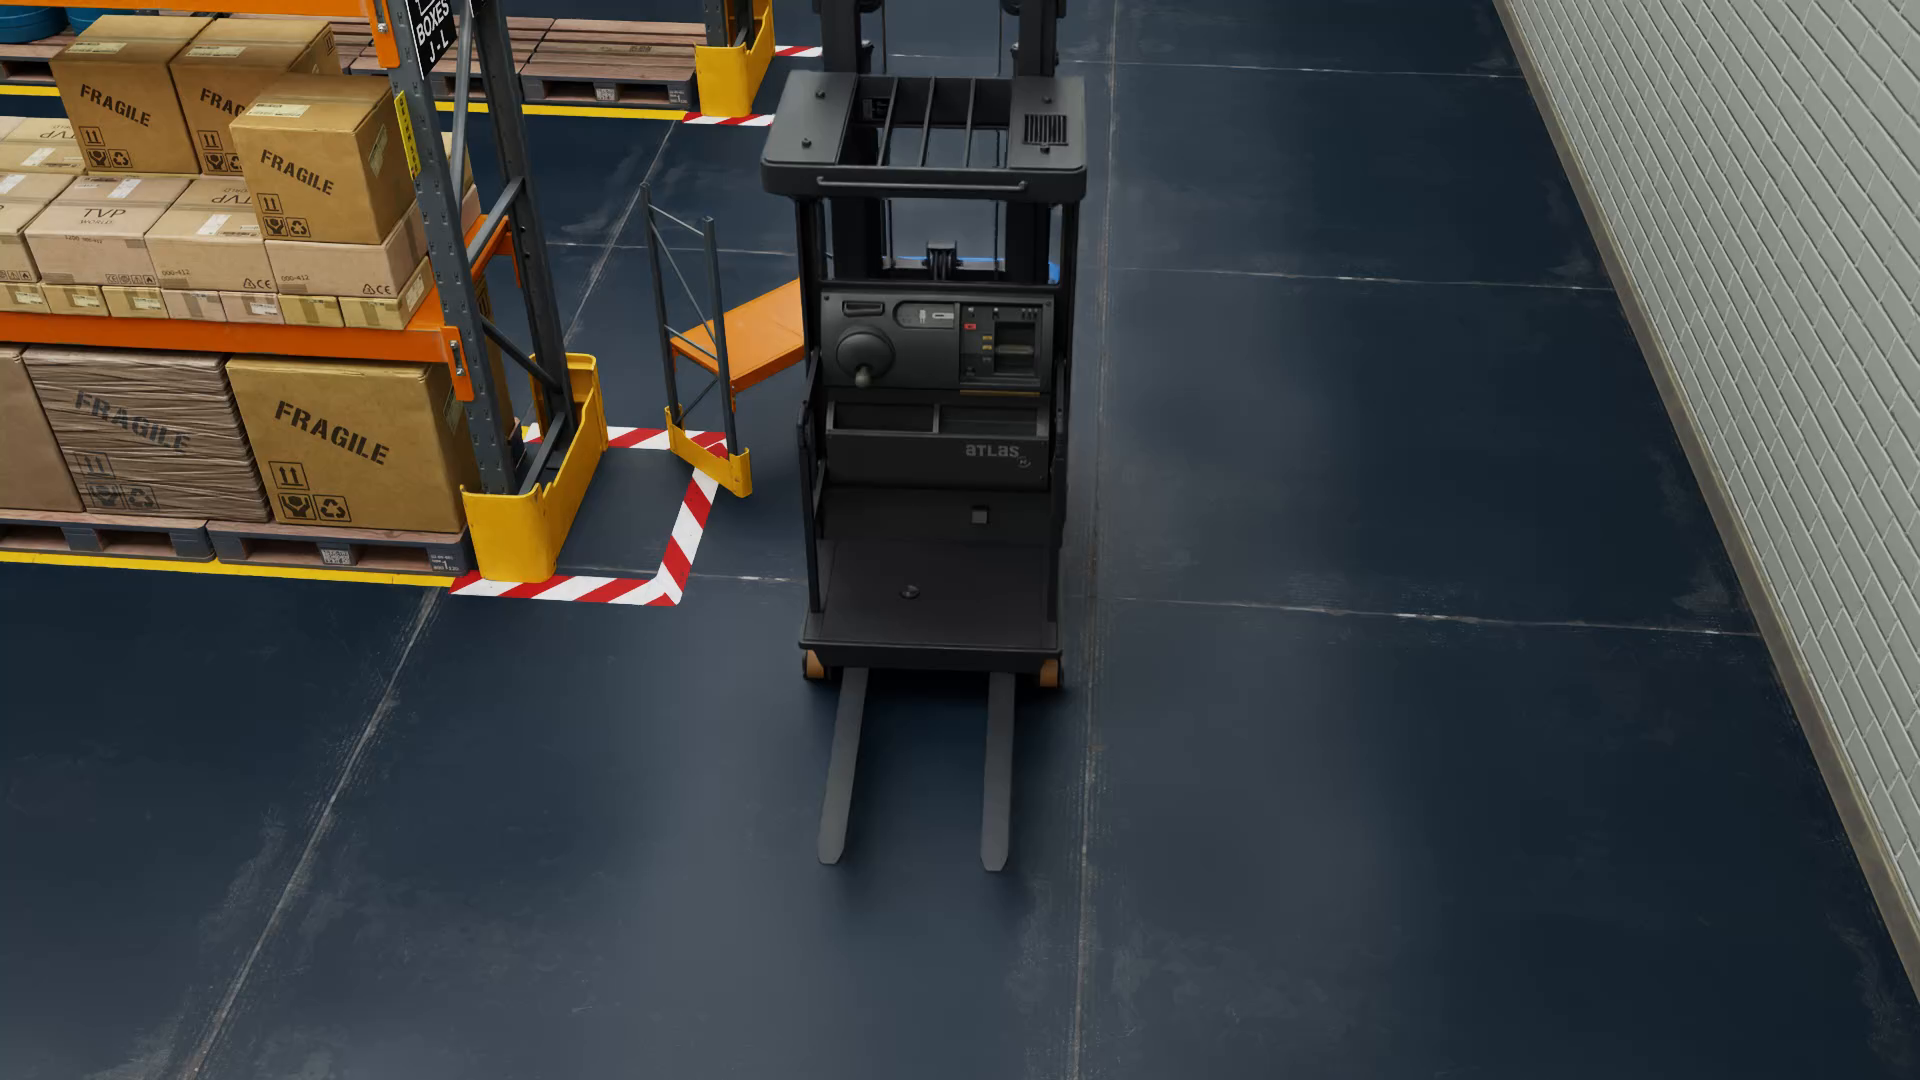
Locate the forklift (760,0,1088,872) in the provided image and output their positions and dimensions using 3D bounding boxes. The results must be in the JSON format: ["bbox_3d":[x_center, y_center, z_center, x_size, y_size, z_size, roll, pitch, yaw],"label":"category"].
[{"bbox_3d":[-0.100,-0.718,6.481,1.130,2.935,3.031,2,39,2],"label":"forklift"}]

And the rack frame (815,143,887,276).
[{"bbox_3d":[-0.547,-1.379,8.427,0.500,1.500,0.032,32,49,33],"label":"rack frame"}]

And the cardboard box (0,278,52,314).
[{"bbox_3d":[-3.945,-1.137,7.140,0.250,0.149,0.380,4,39,5],"label":"cardboard box"}]

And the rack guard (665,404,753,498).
[{"bbox_3d":[-1.251,-0.448,8.273,0.587,0.250,0.087,32,49,33],"label":"rack guard"}]

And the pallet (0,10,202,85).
[{"bbox_3d":[-6.362,-3.658,12.247,1.213,0.211,1.003,3,39,4],"label":"pallet"}]

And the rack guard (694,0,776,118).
[{"bbox_3d":[-1.587,-3.491,11.813,0.348,0.500,1.175,3,39,4],"label":"rack guard"}]

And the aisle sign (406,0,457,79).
[{"bbox_3d":[-1.993,-2.154,6.131,0.004,0.787,0.394,3,39,4],"label":"aisle sign"}]

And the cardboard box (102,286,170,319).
[{"bbox_3d":[-3.440,-1.108,7.104,0.250,0.149,0.380,2,39,3],"label":"cardboard box"}]

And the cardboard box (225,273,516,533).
[{"bbox_3d":[-2.684,-0.662,7.708,0.875,0.875,0.875,3,39,4],"label":"cardboard box"}]

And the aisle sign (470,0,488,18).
[{"bbox_3d":[-1.942,-2.531,6.595,0.004,0.787,0.394,3,39,4],"label":"aisle sign"}]

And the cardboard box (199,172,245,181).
[{"bbox_3d":[-3.013,-1.616,7.412,0.500,0.250,0.500,3,39,3],"label":"cardboard box"}]

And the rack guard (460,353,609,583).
[{"bbox_3d":[-2.015,-0.368,7.976,0.348,0.500,1.175,3,39,4],"label":"rack guard"}]

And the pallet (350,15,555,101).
[{"bbox_3d":[-3.642,-3.509,12.065,1.213,0.211,1.003,3,39,4],"label":"pallet"}]

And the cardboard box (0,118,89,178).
[{"bbox_3d":[-4.033,-1.670,7.480,0.500,0.250,0.500,2,39,3],"label":"cardboard box"}]

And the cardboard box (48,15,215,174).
[{"bbox_3d":[-3.509,-1.934,7.209,0.500,0.500,0.500,2,39,3],"label":"cardboard box"}]

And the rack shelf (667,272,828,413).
[{"bbox_3d":[-0.906,-1.012,8.261,0.538,0.185,1.000,32,49,33],"label":"rack shelf"}]

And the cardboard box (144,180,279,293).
[{"bbox_3d":[-3.050,-1.283,7.004,0.500,0.250,0.500,2,39,3],"label":"cardboard box"}]

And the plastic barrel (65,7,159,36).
[{"bbox_3d":[-6.138,-4.061,11.863,0.708,0.901,0.600,3,39,4],"label":"plastic barrel"}]

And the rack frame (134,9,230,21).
[{"bbox_3d":[-5.597,-4.671,11.283,0.127,3.000,1.000,3,39,4],"label":"rack frame"}]

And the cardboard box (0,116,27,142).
[{"bbox_3d":[-4.538,-1.700,7.516,0.500,0.250,0.500,4,39,5],"label":"cardboard box"}]

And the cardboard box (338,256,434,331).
[{"bbox_3d":[-2.422,-1.053,7.037,0.250,0.149,0.380,4,39,5],"label":"cardboard box"}]

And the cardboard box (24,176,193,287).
[{"bbox_3d":[-3.557,-1.311,7.038,0.500,0.250,0.500,2,39,2],"label":"cardboard box"}]

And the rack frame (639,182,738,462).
[{"bbox_3d":[-1.264,-0.924,7.868,0.500,1.500,0.032,32,49,33],"label":"rack frame"}]

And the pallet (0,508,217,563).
[{"bbox_3d":[-4.055,-0.319,8.146,1.213,0.211,1.003,3,39,4],"label":"pallet"}]

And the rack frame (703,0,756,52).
[{"bbox_3d":[-1.612,-4.453,11.016,0.127,3.000,1.000,3,39,4],"label":"rack frame"}]

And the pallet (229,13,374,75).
[{"bbox_3d":[-4.861,-3.574,12.144,1.213,0.211,1.003,3,39,4],"label":"pallet"}]

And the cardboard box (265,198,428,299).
[{"bbox_3d":[-2.545,-1.255,6.969,0.500,0.250,0.500,3,39,3],"label":"cardboard box"}]

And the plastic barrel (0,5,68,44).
[{"bbox_3d":[-6.843,-4.099,11.910,0.708,0.901,0.600,3,39,4],"label":"plastic barrel"}]

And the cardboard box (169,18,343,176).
[{"bbox_3d":[-2.992,-1.910,7.179,0.500,0.500,0.500,2,39,3],"label":"cardboard box"}]

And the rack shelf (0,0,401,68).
[{"bbox_3d":[-4.032,-2.332,6.603,4.000,0.370,1.077,3,39,4],"label":"rack shelf"}]

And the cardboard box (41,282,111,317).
[{"bbox_3d":[-3.699,-1.122,7.121,0.250,0.149,0.380,3,39,4],"label":"cardboard box"}]

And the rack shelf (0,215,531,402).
[{"bbox_3d":[-4.032,-1.168,7.549,4.000,0.370,1.077,3,39,4],"label":"rack shelf"}]

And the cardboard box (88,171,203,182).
[{"bbox_3d":[-3.513,-1.645,7.449,0.500,0.250,0.500,2,39,2],"label":"cardboard box"}]

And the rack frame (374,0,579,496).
[{"bbox_3d":[-2.039,-1.338,7.189,0.127,3.000,1.000,3,39,4],"label":"rack frame"}]

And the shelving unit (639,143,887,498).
[{"bbox_3d":[-0.899,-1.156,8.152,0.587,1.500,1.083,32,49,33],"label":"shelving unit"}]

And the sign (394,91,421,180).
[{"bbox_3d":[-2.100,-1.539,6.330,0.005,0.325,0.100,3,39,4],"label":"sign"}]

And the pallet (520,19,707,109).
[{"bbox_3d":[-2.430,-3.441,11.981,1.213,0.211,1.003,3,39,4],"label":"pallet"}]

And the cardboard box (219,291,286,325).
[{"bbox_3d":[-2.933,-1.081,7.071,0.250,0.149,0.380,3,39,4],"label":"cardboard box"}]

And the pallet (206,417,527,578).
[{"bbox_3d":[-2.843,-0.251,8.062,1.213,0.211,1.003,3,39,4],"label":"pallet"}]

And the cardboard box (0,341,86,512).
[{"bbox_3d":[-4.477,-0.760,7.828,0.875,0.875,0.875,3,39,4],"label":"cardboard box"}]

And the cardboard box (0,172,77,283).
[{"bbox_3d":[-4.077,-1.336,7.069,0.500,0.250,0.500,3,39,4],"label":"cardboard box"}]

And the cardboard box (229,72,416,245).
[{"bbox_3d":[-2.547,-1.548,6.735,0.500,0.500,0.500,4,39,4],"label":"cardboard box"}]

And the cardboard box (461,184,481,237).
[{"bbox_3d":[-2.365,-1.468,7.547,0.250,0.149,0.380,4,39,4],"label":"cardboard box"}]

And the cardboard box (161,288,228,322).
[{"bbox_3d":[-3.181,-1.095,7.089,0.250,0.149,0.380,4,39,5],"label":"cardboard box"}]

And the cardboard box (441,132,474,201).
[{"bbox_3d":[-2.494,-1.591,7.383,0.500,0.250,0.500,2,39,3],"label":"cardboard box"}]

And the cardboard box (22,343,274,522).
[{"bbox_3d":[-3.590,-0.711,7.769,0.875,0.875,0.875,3,39,4],"label":"cardboard box"}]

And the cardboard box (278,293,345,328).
[{"bbox_3d":[-2.682,-1.066,7.053,0.250,0.149,0.380,4,39,4],"label":"cardboard box"}]
